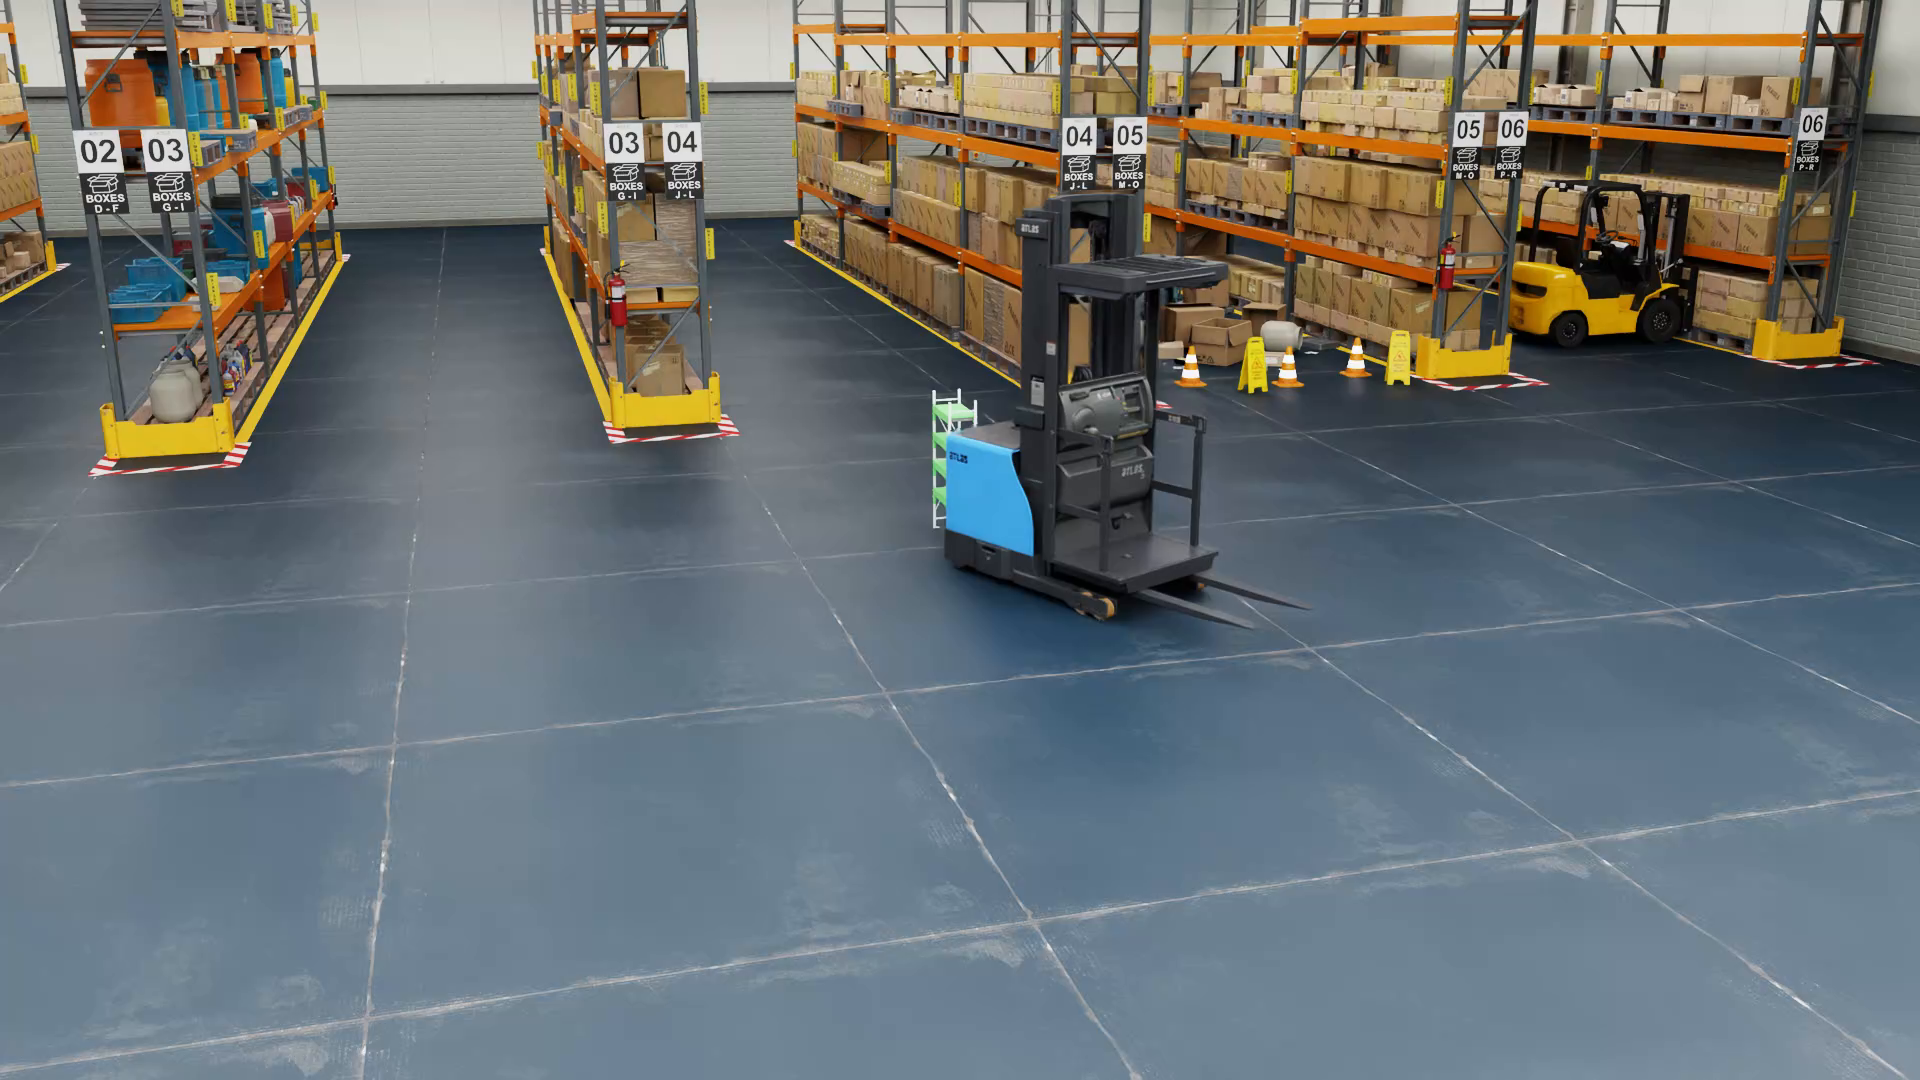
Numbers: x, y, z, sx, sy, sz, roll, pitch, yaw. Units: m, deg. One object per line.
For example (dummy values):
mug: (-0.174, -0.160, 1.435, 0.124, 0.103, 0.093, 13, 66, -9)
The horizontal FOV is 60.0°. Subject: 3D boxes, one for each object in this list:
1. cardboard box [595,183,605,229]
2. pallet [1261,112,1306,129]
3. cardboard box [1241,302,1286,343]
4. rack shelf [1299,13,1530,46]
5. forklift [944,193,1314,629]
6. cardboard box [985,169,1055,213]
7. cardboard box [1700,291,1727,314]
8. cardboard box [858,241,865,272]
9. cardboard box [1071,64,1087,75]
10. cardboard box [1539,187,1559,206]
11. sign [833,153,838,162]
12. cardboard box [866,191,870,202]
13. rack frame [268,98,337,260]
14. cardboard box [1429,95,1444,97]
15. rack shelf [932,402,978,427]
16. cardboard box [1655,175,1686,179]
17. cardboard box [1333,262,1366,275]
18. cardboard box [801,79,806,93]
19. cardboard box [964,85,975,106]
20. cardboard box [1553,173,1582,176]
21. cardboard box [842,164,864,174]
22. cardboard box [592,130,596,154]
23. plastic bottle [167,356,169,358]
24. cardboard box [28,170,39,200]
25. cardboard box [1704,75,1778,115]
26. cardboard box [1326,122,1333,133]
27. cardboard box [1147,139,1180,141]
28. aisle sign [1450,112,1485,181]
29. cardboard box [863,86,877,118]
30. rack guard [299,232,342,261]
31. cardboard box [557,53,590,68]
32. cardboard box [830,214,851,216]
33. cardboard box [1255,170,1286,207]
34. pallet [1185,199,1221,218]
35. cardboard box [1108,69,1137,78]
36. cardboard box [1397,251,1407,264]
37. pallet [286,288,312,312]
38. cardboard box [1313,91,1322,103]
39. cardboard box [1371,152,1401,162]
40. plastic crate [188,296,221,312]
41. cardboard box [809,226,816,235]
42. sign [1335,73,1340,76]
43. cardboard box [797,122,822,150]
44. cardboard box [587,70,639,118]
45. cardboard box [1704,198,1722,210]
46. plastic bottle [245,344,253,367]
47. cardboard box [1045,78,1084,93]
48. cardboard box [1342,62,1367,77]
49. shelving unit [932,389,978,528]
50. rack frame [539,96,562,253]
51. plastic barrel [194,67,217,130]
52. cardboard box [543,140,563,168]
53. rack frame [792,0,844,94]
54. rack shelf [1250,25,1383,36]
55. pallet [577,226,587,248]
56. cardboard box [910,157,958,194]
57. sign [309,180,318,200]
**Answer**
cardboard box: (-3.871, -3.791, 18.931, 0.500, 0.500, 0.500, -5, 17, -15)
pallet: (5.157, -6.129, 24.254, 1.213, 0.211, 1.003, -5, 17, -15)
cardboard box: (4.211, -3.003, 23.076, 0.500, 0.500, 0.500, 7, 18, 23)
rack shelf: (5.774, -6.577, 21.461, 1.077, 0.370, 4.000, -5, 17, -15)
forklift: (1.225, -0.984, 12.132, 1.130, 2.935, 3.031, -14, 22, -39)
cardboard box: (0.824, -4.525, 21.664, 0.875, 0.550, 0.550, -5, 17, -15)
cardboard box: (10.534, -3.263, 22.782, 0.500, 0.250, 0.500, -5, 17, -16)
cardboard box: (-1.454, -4.885, 28.616, 0.500, 0.500, 0.500, -4, 17, -14)
cardboard box: (2.337, -9.086, 32.695, 0.500, 0.500, 0.500, -4, 17, -14)
cardboard box: (9.467, -5.421, 26.178, 0.500, 0.250, 0.500, -5, 17, -17)
sign: (-2.225, -6.766, 29.758, 0.100, 0.325, 0.005, -5, 17, -15)
cardboard box: (-1.322, -5.611, 27.124, 0.380, 0.149, 0.250, -4, 17, -14)
rack frame: (-12.364, -6.747, 31.200, 1.000, 3.000, 0.127, -5, 17, -15)
cardboard box: (6.171, -5.588, 21.177, 0.380, 0.149, 0.250, -5, 17, -16)
rack shelf: (-0.045, -1.019, 13.812, 0.258, 0.148, 0.480, -5, 17, -15)
cardboard box: (10.489, -5.288, 24.525, 0.380, 0.149, 0.250, -5, 17, -16)
cardboard box: (5.324, -3.717, 22.731, 0.380, 0.149, 0.250, -4, 17, -12)
cardboard box: (-2.790, -8.821, 32.281, 0.500, 0.250, 0.500, -5, 17, -16)
cardboard box: (0.358, -5.783, 21.615, 0.500, 0.250, 0.500, -5, 17, -15)
cardboard box: (9.806, -5.826, 26.832, 0.380, 0.149, 0.250, -5, 17, -16)
cardboard box: (-1.823, -6.400, 28.717, 0.380, 0.149, 0.250, -5, 17, -16)
cardboard box: (-3.854, -4.471, 18.670, 0.500, 0.250, 0.500, -4, 17, -14)
plastic bottle: (-9.186, -1.980, 19.288, 0.061, 0.283, 0.133, -4, 17, -13)
cardboard box: (-16.743, -6.302, 29.545, 0.500, 0.500, 0.500, -4, 17, -14)
cardboard box: (10.554, -6.018, 22.481, 0.700, 0.500, 0.500, -5, 17, -15)
cardboard box: (5.267, -5.677, 22.860, 0.380, 0.149, 0.250, -5, 17, -15)
cardboard box: (3.660, -6.955, 29.979, 0.500, 0.500, 0.500, -4, 17, -14)
aisle sign: (6.062, -4.702, 19.871, 0.394, 0.787, 0.004, -5, 17, -15)
cardboard box: (-1.291, -7.188, 27.281, 0.500, 0.500, 0.500, -5, 17, -15)
rack guard: (-12.383, -5.556, 31.578, 1.175, 0.500, 0.348, -5, 17, -15)
cardboard box: (-6.755, -8.386, 29.060, 0.500, 0.250, 0.500, -6, 18, -19)
cardboard box: (-2.416, -6.497, 33.560, 0.380, 0.149, 0.250, -4, 17, -15)
cardboard box: (4.739, -5.241, 24.766, 0.500, 0.500, 0.500, -5, 17, -15)
pallet: (4.424, -5.429, 27.145, 1.213, 0.211, 1.003, -5, 17, -15)
cardboard box: (2.989, -8.235, 30.034, 0.500, 0.500, 0.500, -5, 17, -16)
cardboard box: (5.789, -3.597, 21.149, 0.380, 0.149, 0.250, -5, 17, -16)
pallet: (-10.754, -3.751, 26.071, 1.003, 0.211, 1.213, -5, 17, -15)
cardboard box: (5.097, -6.119, 22.944, 0.380, 0.149, 0.250, -4, 17, -14)
cardboard box: (8.073, -6.947, 30.960, 0.700, 0.500, 0.500, -5, 17, -16)
plastic crate: (-7.903, -2.468, 17.413, 0.298, 0.136, 0.250, -5, 17, -15)
cardboard box: (-2.768, -6.096, 32.739, 0.380, 0.149, 0.250, -4, 17, -14)
sign: (7.278, -8.849, 32.083, 0.100, 0.325, 0.005, -5, 17, -15)
cardboard box: (-2.937, -8.027, 33.032, 0.500, 0.500, 0.500, -5, 17, -16)
cardboard box: (-3.874, -4.988, 18.570, 0.500, 0.500, 0.500, -5, 17, -15)
cardboard box: (10.443, -4.607, 22.773, 0.380, 0.149, 0.250, -5, 18, -17)
plastic bottle: (-8.617, -2.231, 20.121, 0.061, 0.283, 0.133, -4, 17, -12)
cardboard box: (1.173, -5.091, 18.619, 0.380, 0.149, 0.250, -5, 17, -15)
cardboard box: (7.545, -9.005, 31.797, 0.396, 0.266, 0.258, -5, 17, -16)
shelving unit: (-0.045, -0.620, 13.932, 0.258, 1.200, 0.503, -5, 17, -15)
rack frame: (-7.602, -7.139, 32.504, 1.000, 3.000, 0.127, -5, 17, -15)
plastic barrel: (-9.594, -5.409, 20.660, 0.600, 0.901, 0.600, 0, 17, 0)
cardboard box: (-7.592, -7.276, 31.401, 0.500, 0.500, 0.500, -5, 17, -17)
rack frame: (-2.805, -10.376, 32.853, 1.000, 3.000, 0.127, -5, 17, -15)
rack shelf: (7.248, -10.290, 33.821, 1.077, 0.370, 4.000, -5, 17, -15)
pallet: (-4.820, -4.290, 23.353, 1.003, 0.211, 1.213, -5, 17, -15)
cardboard box: (-0.352, -5.552, 25.310, 0.700, 0.500, 0.500, -5, 17, -16)
sign: (-10.735, -5.816, 27.620, 0.100, 0.325, 0.005, -5, 17, -15)
